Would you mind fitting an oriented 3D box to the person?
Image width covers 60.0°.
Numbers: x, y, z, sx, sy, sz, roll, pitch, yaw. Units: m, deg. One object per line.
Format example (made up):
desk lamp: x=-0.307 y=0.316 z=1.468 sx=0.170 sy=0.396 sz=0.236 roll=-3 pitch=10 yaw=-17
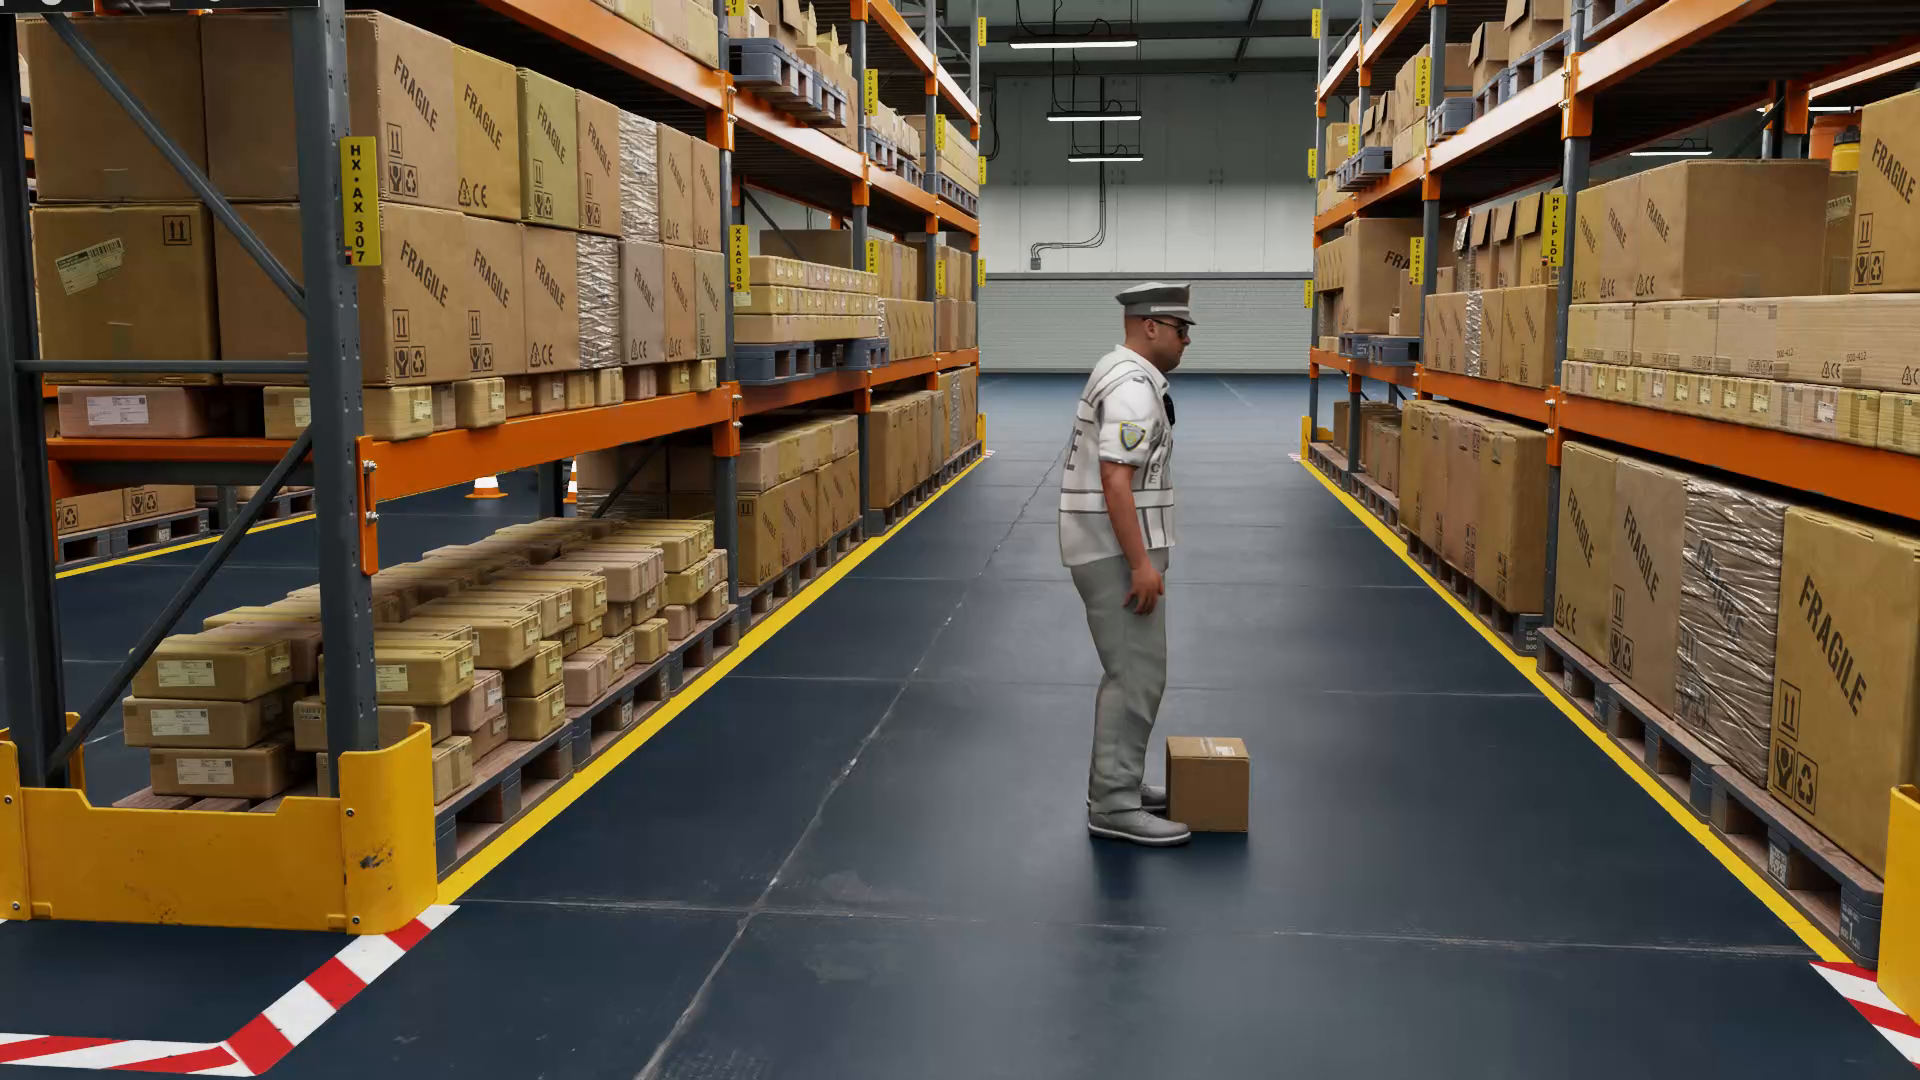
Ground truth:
person: x=0.535 y=0.052 z=5.362 sx=0.436 sy=1.749 sz=0.586 roll=1 pitch=8 yaw=7
